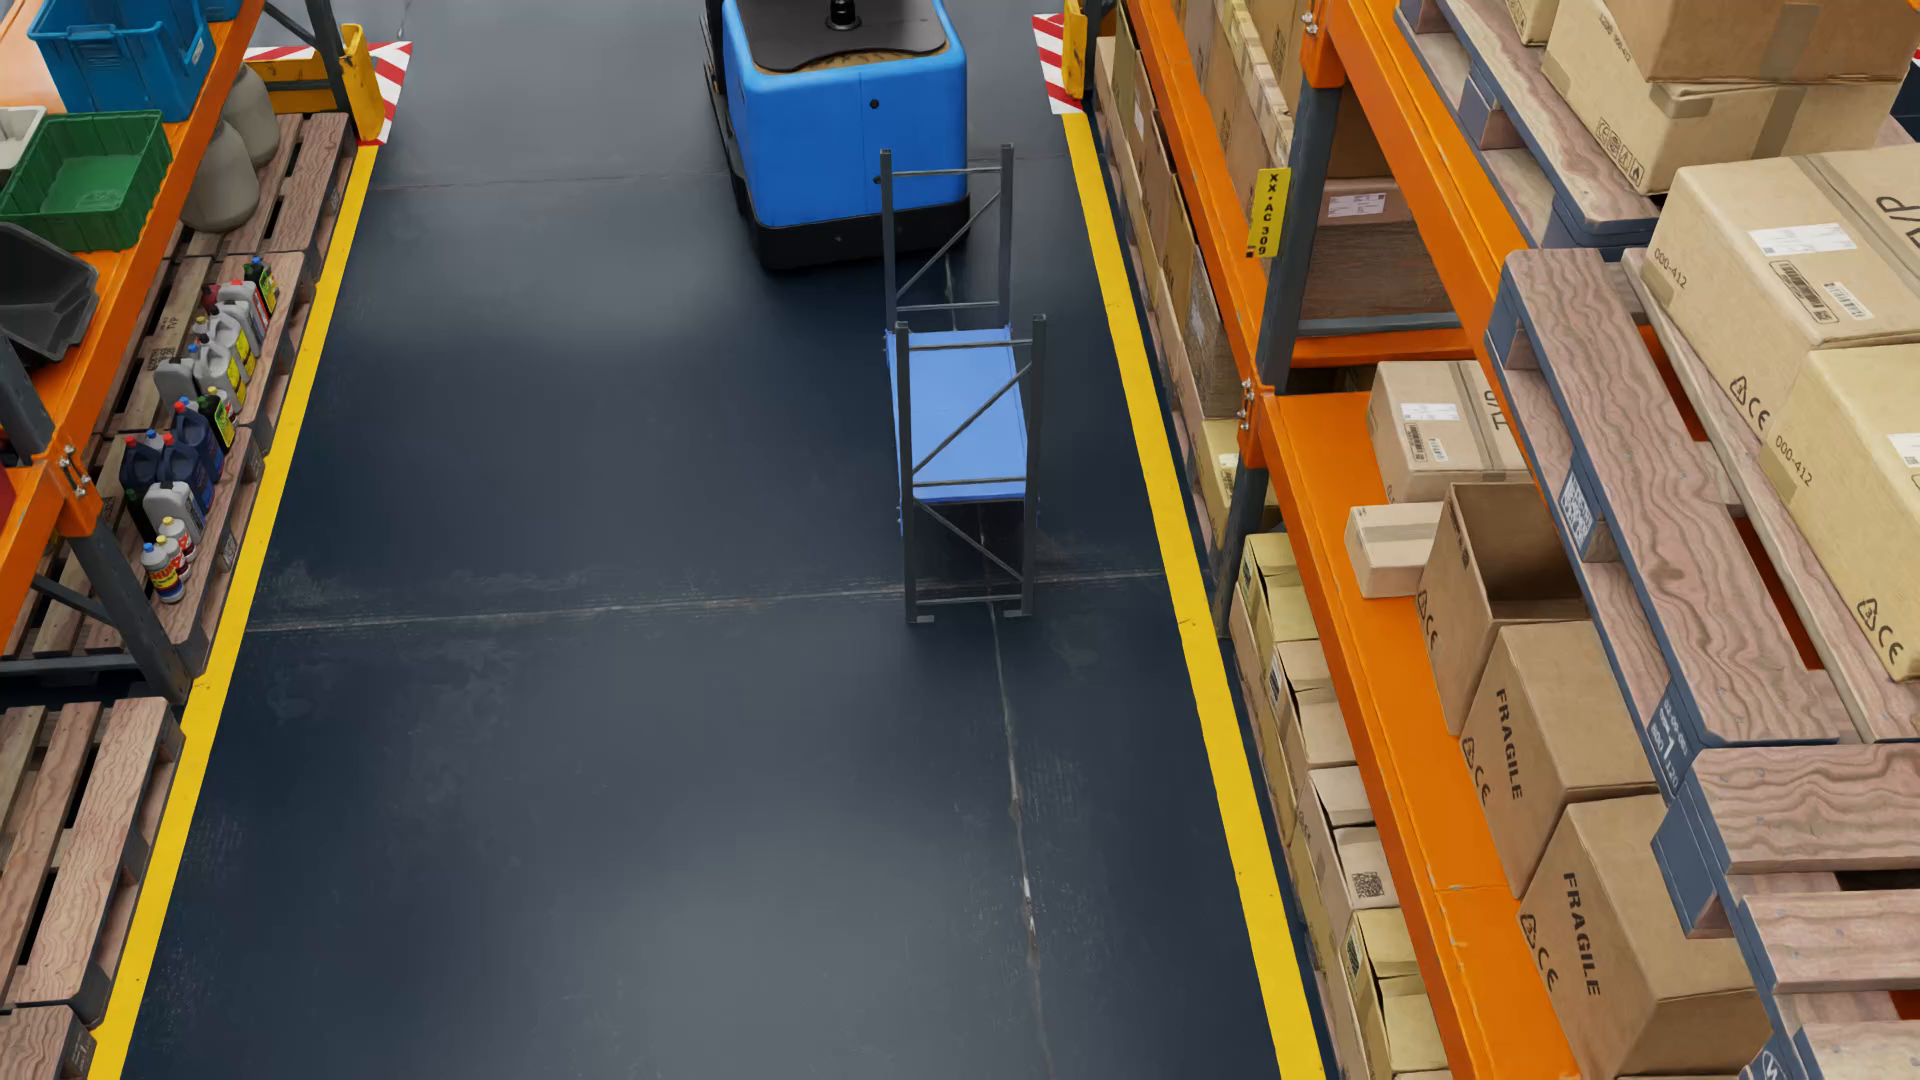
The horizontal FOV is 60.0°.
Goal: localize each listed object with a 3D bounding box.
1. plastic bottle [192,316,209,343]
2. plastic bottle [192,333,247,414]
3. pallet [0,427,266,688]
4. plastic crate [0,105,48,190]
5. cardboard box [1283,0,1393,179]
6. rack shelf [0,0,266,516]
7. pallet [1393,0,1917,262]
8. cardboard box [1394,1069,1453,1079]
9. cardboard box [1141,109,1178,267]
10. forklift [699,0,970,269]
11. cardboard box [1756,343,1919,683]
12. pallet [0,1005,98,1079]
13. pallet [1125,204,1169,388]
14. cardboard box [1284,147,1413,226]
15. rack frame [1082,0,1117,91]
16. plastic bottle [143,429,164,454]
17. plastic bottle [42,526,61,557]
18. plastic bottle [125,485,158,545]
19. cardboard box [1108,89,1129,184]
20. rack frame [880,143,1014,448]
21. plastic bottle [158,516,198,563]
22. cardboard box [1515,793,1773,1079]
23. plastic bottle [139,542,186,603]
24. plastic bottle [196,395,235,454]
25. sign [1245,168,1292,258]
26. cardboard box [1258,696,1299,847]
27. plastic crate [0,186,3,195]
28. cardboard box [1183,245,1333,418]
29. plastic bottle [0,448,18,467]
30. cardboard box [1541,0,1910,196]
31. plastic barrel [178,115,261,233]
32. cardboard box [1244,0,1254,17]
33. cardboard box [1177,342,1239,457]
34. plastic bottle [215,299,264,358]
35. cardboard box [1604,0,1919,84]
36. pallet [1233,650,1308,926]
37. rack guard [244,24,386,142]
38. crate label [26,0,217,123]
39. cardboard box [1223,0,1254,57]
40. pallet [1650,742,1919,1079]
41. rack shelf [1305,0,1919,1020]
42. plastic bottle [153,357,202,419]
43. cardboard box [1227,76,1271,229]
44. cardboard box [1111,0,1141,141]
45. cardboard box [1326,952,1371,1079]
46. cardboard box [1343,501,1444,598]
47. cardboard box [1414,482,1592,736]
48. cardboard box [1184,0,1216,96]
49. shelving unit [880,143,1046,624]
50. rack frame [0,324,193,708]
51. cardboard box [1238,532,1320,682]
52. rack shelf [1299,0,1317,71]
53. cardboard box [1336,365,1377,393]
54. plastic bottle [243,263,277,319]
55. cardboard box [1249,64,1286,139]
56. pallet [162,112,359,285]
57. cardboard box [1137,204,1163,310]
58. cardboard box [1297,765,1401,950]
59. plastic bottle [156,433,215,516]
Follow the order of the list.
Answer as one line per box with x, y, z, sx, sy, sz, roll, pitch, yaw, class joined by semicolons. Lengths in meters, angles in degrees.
-3.297;-0.892;7.290;0.097;0.201;0.097;0;47;0;plastic bottle
-3.140;-0.710;7.015;0.144;0.351;0.185;-4;47;-4;plastic bottle
-3.450;0.054;6.690;1.003;0.211;1.213;-3;47;-3;pallet
-3.823;-1.485;6.409;0.530;0.136;0.437;-3;47;-3;plastic crate
1.458;-1.516;5.294;0.700;0.500;0.500;-3;47;-3;cardboard box
-3.602;-1.616;6.847;1.077;0.370;4.000;-3;47;-3;rack shelf
1.588;-1.043;3.874;0.805;0.209;1.217;-5;47;-5;pallet
1.457;1.683;4.445;0.500;0.311;0.500;-4;47;-4;cardboard box
1.113;-1.579;7.404;0.500;0.500;0.500;-3;47;-3;cardboard box
-0.794;-3.406;8.094;1.130;2.935;3.031;-10;47;-9;forklift
1.644;-0.063;2.628;0.500;0.250;0.500;-4;47;-4;cardboard box
-3.225;1.993;4.854;1.003;0.211;1.213;-3;47;-3;pallet
1.371;-1.219;7.895;1.003;0.211;1.213;-3;47;-3;pallet
1.265;-1.156;5.400;0.380;0.149;0.250;-4;47;-3;cardboard box
1.166;-3.609;8.238;1.000;3.000;0.127;-3;47;-3;rack frame
-3.221;-0.336;6.715;0.097;0.271;0.097;0;47;0;plastic bottle
-3.632;-0.114;6.450;0.144;0.351;0.185;-3;47;-3;plastic bottle
-3.185;-0.116;6.498;0.061;0.283;0.133;-3;47;-3;plastic bottle
1.035;-2.045;8.362;0.500;0.250;0.500;-3;47;-3;cardboard box
-0.050;-0.945;6.749;0.500;1.500;0.032;-3;47;-3;rack frame
-3.042;-0.010;6.454;0.097;0.201;0.097;0;47;0;plastic bottle
1.679;0.932;3.869;0.500;0.500;0.500;-6;47;-5;cardboard box
-3.025;0.113;6.289;0.097;0.271;0.097;0;47;0;plastic bottle
-3.077;-0.501;6.863;0.061;0.283;0.133;-2;47;-2;plastic bottle
0.948;-1.005;5.121;0.100;0.325;0.005;-3;47;-3;sign
1.330;0.763;5.702;0.500;0.250;0.500;-2;47;-2;cardboard box
-3.798;-1.149;6.012;0.499;0.251;0.616;-3;47;-3;plastic crate
1.214;-0.856;6.720;0.500;0.500;0.500;-3;47;-3;cardboard box
-3.792;-0.244;6.573;0.144;0.351;0.185;-6;47;-5;plastic bottle
1.592;-0.995;3.511;0.500;0.250;0.500;-8;47;-7;cardboard box
-3.597;-1.765;7.917;0.421;0.512;0.421;0;47;0;plastic barrel
1.373;-2.244;5.983;0.700;0.500;0.500;-4;47;-3;cardboard box
1.213;-0.598;6.992;0.500;0.250;0.500;-3;47;-3;cardboard box
-3.174;-0.939;7.282;0.152;0.276;0.135;-5;47;-4;plastic bottle
1.584;-1.238;3.224;0.500;0.500;0.500;1;47;1;cardboard box
1.602;0.775;6.007;1.003;0.211;1.213;-3;47;-3;pallet
-3.717;-2.399;8.814;1.175;0.500;0.348;-3;47;-3;rack guard
-3.346;-2.007;6.697;0.502;0.435;0.616;-3;47;-3;crate label
1.182;-1.892;6.097;0.380;0.149;0.250;-4;47;-3;cardboard box
1.690;0.727;2.196;1.213;0.211;1.003;-2;47;-1;pallet
1.669;-0.052;3.299;1.077;0.370;4.000;-3;47;-3;rack shelf
-3.286;-0.657;7.016;0.152;0.276;0.135;-3;47;-3;plastic bottle
1.407;-1.451;6.126;0.700;0.500;0.500;-4;47;-4;cardboard box
1.033;-2.302;8.089;0.500;0.500;0.500;-3;47;-3;cardboard box
1.417;1.506;4.999;0.500;0.250;0.500;-3;47;-3;cardboard box
1.372;0.025;4.970;0.380;0.149;0.250;-3;47;-3;cardboard box
1.593;0.189;4.573;0.500;0.500;0.500;0;47;0;cardboard box
1.325;-2.185;6.821;0.700;0.500;0.500;-2;47;-2;cardboard box
-0.007;-0.577;6.400;0.538;1.500;1.048;-3;47;-3;shelving unit
-3.435;-0.416;5.215;1.000;3.000;0.127;-3;47;-3;rack frame
1.288;0.208;5.842;0.500;0.311;0.500;-3;47;-3;cardboard box
1.334;-2.946;6.040;1.077;0.370;4.000;-3;47;-3;rack shelf
1.775;-0.526;6.407;0.500;0.500;0.500;-3;47;-3;cardboard box
-3.151;-1.142;7.470;0.061;0.283;0.133;-2;47;-2;plastic bottle
1.222;-1.524;5.749;0.380;0.149;0.250;-5;47;-4;cardboard box
-3.654;-1.711;8.362;1.003;0.211;1.213;-3;47;-3;pallet
1.114;-1.321;7.676;0.500;0.250;0.500;-3;47;-3;cardboard box
1.369;0.945;5.144;0.500;0.311;0.500;-5;47;-5;cardboard box
-3.089;-0.266;6.594;0.144;0.351;0.185;-2;47;-2;plastic bottle
